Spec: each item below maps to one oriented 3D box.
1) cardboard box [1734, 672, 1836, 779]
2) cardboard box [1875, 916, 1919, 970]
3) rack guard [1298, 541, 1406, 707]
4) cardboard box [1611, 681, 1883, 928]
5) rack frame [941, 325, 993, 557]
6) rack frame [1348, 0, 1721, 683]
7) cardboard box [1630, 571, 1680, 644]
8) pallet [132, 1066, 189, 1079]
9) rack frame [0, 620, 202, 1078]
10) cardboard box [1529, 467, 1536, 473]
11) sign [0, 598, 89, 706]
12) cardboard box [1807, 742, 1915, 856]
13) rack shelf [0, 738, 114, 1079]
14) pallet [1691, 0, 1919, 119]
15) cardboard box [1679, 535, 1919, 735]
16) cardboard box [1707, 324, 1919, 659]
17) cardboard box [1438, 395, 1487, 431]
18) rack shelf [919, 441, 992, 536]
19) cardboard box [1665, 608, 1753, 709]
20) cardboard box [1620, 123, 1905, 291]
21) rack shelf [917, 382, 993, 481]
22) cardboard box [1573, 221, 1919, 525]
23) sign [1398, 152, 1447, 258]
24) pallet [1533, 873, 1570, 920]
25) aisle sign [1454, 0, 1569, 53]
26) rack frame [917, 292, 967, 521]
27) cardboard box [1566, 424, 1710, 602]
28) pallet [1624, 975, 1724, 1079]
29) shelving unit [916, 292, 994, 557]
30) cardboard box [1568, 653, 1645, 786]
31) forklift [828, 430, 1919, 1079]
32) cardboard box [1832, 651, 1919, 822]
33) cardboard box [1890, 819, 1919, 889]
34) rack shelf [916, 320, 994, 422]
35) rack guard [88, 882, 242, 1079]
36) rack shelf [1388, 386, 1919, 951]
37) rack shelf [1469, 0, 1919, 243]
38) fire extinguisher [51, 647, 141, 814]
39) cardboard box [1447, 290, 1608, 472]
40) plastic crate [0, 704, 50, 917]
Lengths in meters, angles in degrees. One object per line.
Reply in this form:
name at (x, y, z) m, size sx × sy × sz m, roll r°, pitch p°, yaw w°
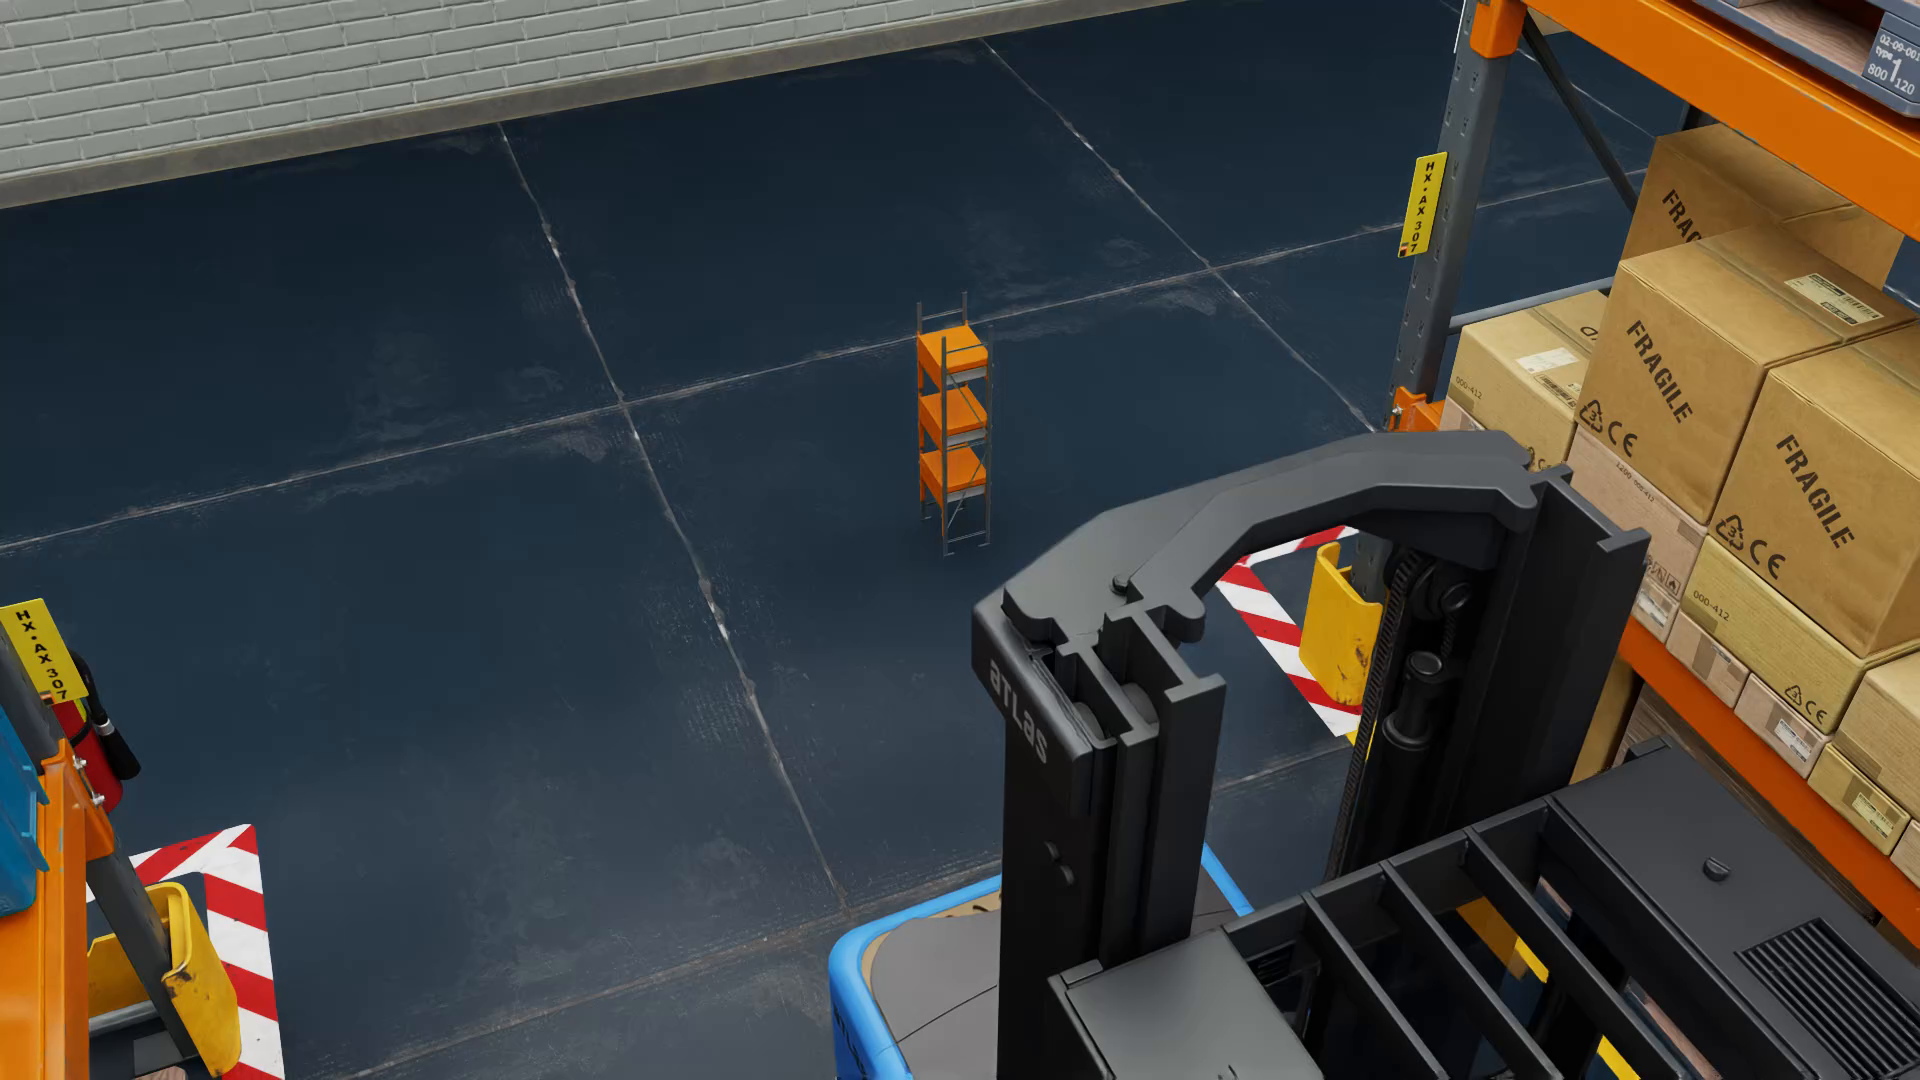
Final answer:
cardboard box at (2.191, 0.412, 4.163) m, size 0.380 × 0.149 × 0.250 m, roll -16°, pitch 43°, yaw -17°
cardboard box at (2.874, 1.343, 4.195) m, size 0.875 × 0.875 × 0.875 m, roll -15°, pitch 43°, yaw -17°
rack guard at (1.857, 0.180, 6.157) m, size 1.175 × 0.500 × 0.348 m, roll -15°, pitch 43°, yaw -17°
cardboard box at (2.533, 0.807, 4.819) m, size 0.875 × 0.875 × 0.875 m, roll -15°, pitch 43°, yaw -17°
rack frame at (0.026, -0.357, 6.360) m, size 0.200 × 1.050 × 0.008 m, roll -15°, pitch 43°, yaw -17°
rack frame at (1.866, -0.753, 5.326) m, size 1.000 × 3.000 × 0.127 m, roll -15°, pitch 43°, yaw -17°
cardboard box at (1.996, 0.103, 4.522) m, size 0.380 × 0.149 × 0.250 m, roll -16°, pitch 43°, yaw -18°
pallet at (-2.430, 2.046, 4.209) m, size 1.003 × 0.211 × 1.213 m, roll -15°, pitch 43°, yaw -17°
rack frame at (-2.710, 0.482, 3.889) m, size 1.000 × 3.000 × 0.127 m, roll -15°, pitch 43°, yaw -17°
cardboard box at (1.797, -0.208, 4.884) m, size 0.380 × 0.149 × 0.250 m, roll -16°, pitch 43°, yaw -17°
sign at (-2.208, 0.273, 4.006) m, size 0.100 × 0.325 × 0.005 m, roll -15°, pitch 43°, yaw -17°
cardboard box at (2.287, 0.564, 3.986) m, size 0.380 × 0.149 × 0.250 m, roll -16°, pitch 43°, yaw -18°
rack shelf at (-1.945, 1.960, 2.722) m, size 1.077 × 0.370 × 4.000 m, roll -15°, pitch 43°, yaw -17°
pallet at (2.160, -1.413, 3.860) m, size 1.003 × 0.211 × 1.213 m, roll -15°, pitch 43°, yaw -17°
cardboard box at (2.194, 0.162, 4.148) m, size 0.500 × 0.250 × 0.500 m, roll -16°, pitch 43°, yaw -18°
cardboard box at (2.196, -0.125, 3.907) m, size 0.500 × 0.500 × 0.500 m, roll -16°, pitch 43°, yaw -18°
cardboard box at (1.697, -0.362, 5.063) m, size 0.380 × 0.149 × 0.250 m, roll -15°, pitch 43°, yaw -16°
rack shelf at (-0.020, -0.212, 6.633) m, size 0.215 × 0.259 × 0.240 m, roll -15°, pitch 43°, yaw -17°
cardboard box at (2.092, 0.257, 4.344) m, size 0.380 × 0.149 × 0.250 m, roll -16°, pitch 43°, yaw -18°
cardboard box at (2.295, -0.866, 4.768) m, size 0.500 × 0.500 × 0.500 m, roll -15°, pitch 43°, yaw -16°
rack shelf at (-0.020, -0.422, 6.452) m, size 0.215 × 0.259 × 0.240 m, roll -15°, pitch 43°, yaw -17°
cardboard box at (1.992, -0.436, 4.268) m, size 0.500 × 0.500 × 0.500 m, roll -16°, pitch 43°, yaw -18°
sign at (1.351, -0.977, 4.861) m, size 0.100 × 0.325 × 0.005 m, roll -15°, pitch 43°, yaw -17°
pallet at (2.244, 0.766, 5.697) m, size 1.003 × 0.211 × 1.213 m, roll -15°, pitch 43°, yaw -17°
aisle sign at (1.562, -1.708, 4.441) m, size 0.394 × 0.787 × 0.004 m, roll -15°, pitch 43°, yaw -17°
rack frame at (-0.067, -0.504, 6.531) m, size 0.200 × 1.050 × 0.008 m, roll -15°, pitch 43°, yaw -17°
cardboard box at (2.005, -0.141, 4.501) m, size 0.500 × 0.250 × 0.500 m, roll -16°, pitch 43°, yaw -17°
pallet at (2.707, 1.500, 4.844) m, size 1.003 × 0.211 × 1.213 m, roll -15°, pitch 43°, yaw -17°
shelving unit at (-0.020, -0.430, 6.445) m, size 0.215 × 1.050 × 0.252 m, roll -15°, pitch 43°, yaw -17°
cardboard box at (2.185, 0.259, 5.456) m, size 0.875 × 0.875 × 0.875 m, roll -15°, pitch 43°, yaw -17°
forklift at (0.737, 1.404, 2.869) m, size 1.130 × 2.935 × 3.031 m, roll -17°, pitch 43°, yaw -18°
cardboard box at (2.399, 0.475, 3.784) m, size 0.500 × 0.250 × 0.500 m, roll -16°, pitch 43°, yaw -18°
cardboard box at (2.389, 0.722, 3.803) m, size 0.380 × 0.149 × 0.250 m, roll -14°, pitch 43°, yaw -16°
rack shelf at (-0.020, -0.637, 6.267) m, size 0.215 × 0.259 × 0.240 m, roll -15°, pitch 43°, yaw -17°
rack guard at (-2.731, 1.419, 4.717) m, size 1.175 × 0.500 × 0.348 m, roll -15°, pitch 43°, yaw -17°
rack shelf at (2.632, 0.724, 4.159) m, size 1.077 × 0.370 × 4.000 m, roll -15°, pitch 43°, yaw -17°
rack shelf at (2.632, -0.413, 3.181) m, size 1.077 × 0.370 × 4.000 m, roll -15°, pitch 43°, yaw -17°
fire extinguisher at (-2.348, 0.449, 4.273) m, size 0.296 × 0.674 × 0.183 m, roll -15°, pitch 43°, yaw -17°
cardboard box at (1.800, -0.453, 4.863) m, size 0.500 × 0.250 × 0.500 m, roll -16°, pitch 43°, yaw -18°
plastic crate at (-2.409, 0.601, 3.677) m, size 0.616 × 0.435 × 0.499 m, roll -15°, pitch 43°, yaw -17°
